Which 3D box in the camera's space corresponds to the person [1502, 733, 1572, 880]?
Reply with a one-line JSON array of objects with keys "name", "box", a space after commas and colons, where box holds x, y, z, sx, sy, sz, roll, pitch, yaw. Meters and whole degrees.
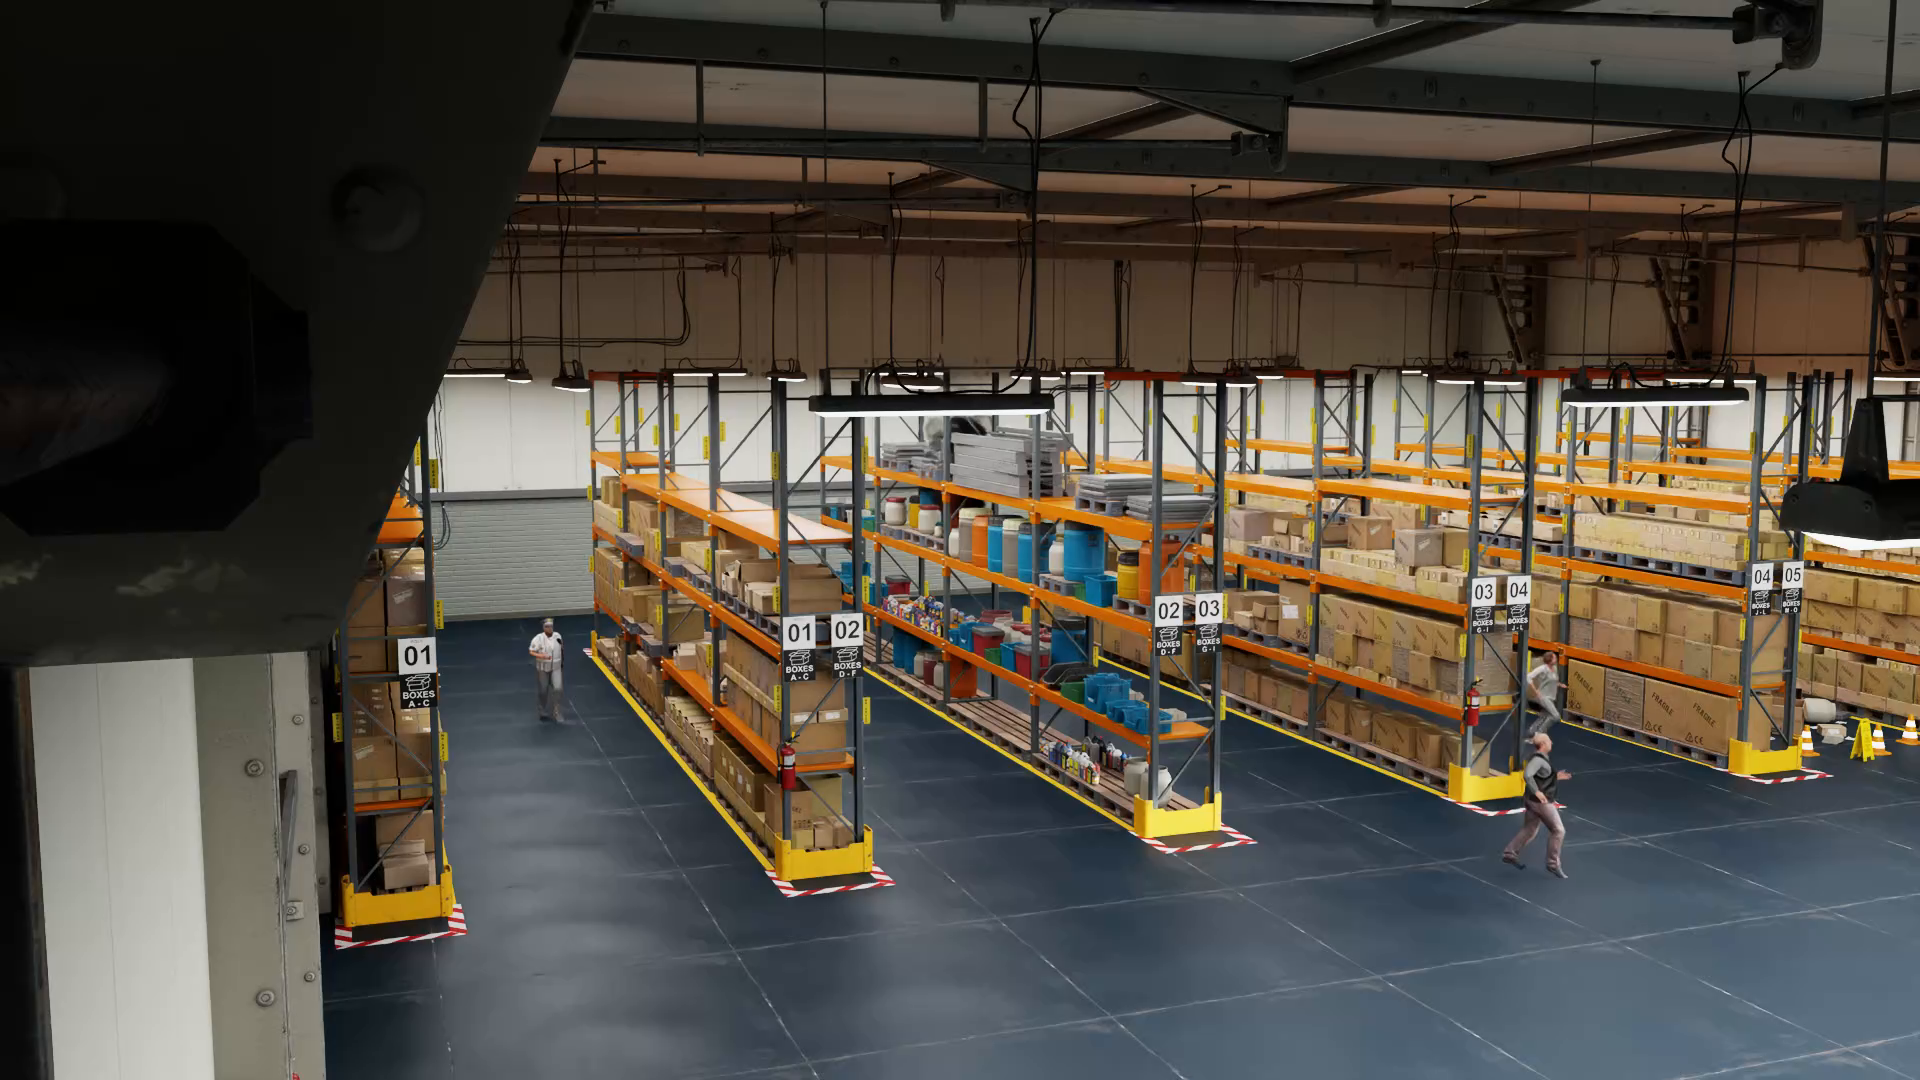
[{"name": "person", "box": [7.030, 3.229, 20.222, 0.799, 1.785, 0.642, 1, 6, 5]}]

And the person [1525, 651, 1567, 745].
[{"name": "person", "box": [9.423, 2.556, 26.756, 0.527, 1.555, 0.670, -5, 8, -41]}]

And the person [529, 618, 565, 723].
[{"name": "person", "box": [-7.142, 2.247, 28.799, 0.642, 1.837, 0.812, -3, 7, -28]}]
